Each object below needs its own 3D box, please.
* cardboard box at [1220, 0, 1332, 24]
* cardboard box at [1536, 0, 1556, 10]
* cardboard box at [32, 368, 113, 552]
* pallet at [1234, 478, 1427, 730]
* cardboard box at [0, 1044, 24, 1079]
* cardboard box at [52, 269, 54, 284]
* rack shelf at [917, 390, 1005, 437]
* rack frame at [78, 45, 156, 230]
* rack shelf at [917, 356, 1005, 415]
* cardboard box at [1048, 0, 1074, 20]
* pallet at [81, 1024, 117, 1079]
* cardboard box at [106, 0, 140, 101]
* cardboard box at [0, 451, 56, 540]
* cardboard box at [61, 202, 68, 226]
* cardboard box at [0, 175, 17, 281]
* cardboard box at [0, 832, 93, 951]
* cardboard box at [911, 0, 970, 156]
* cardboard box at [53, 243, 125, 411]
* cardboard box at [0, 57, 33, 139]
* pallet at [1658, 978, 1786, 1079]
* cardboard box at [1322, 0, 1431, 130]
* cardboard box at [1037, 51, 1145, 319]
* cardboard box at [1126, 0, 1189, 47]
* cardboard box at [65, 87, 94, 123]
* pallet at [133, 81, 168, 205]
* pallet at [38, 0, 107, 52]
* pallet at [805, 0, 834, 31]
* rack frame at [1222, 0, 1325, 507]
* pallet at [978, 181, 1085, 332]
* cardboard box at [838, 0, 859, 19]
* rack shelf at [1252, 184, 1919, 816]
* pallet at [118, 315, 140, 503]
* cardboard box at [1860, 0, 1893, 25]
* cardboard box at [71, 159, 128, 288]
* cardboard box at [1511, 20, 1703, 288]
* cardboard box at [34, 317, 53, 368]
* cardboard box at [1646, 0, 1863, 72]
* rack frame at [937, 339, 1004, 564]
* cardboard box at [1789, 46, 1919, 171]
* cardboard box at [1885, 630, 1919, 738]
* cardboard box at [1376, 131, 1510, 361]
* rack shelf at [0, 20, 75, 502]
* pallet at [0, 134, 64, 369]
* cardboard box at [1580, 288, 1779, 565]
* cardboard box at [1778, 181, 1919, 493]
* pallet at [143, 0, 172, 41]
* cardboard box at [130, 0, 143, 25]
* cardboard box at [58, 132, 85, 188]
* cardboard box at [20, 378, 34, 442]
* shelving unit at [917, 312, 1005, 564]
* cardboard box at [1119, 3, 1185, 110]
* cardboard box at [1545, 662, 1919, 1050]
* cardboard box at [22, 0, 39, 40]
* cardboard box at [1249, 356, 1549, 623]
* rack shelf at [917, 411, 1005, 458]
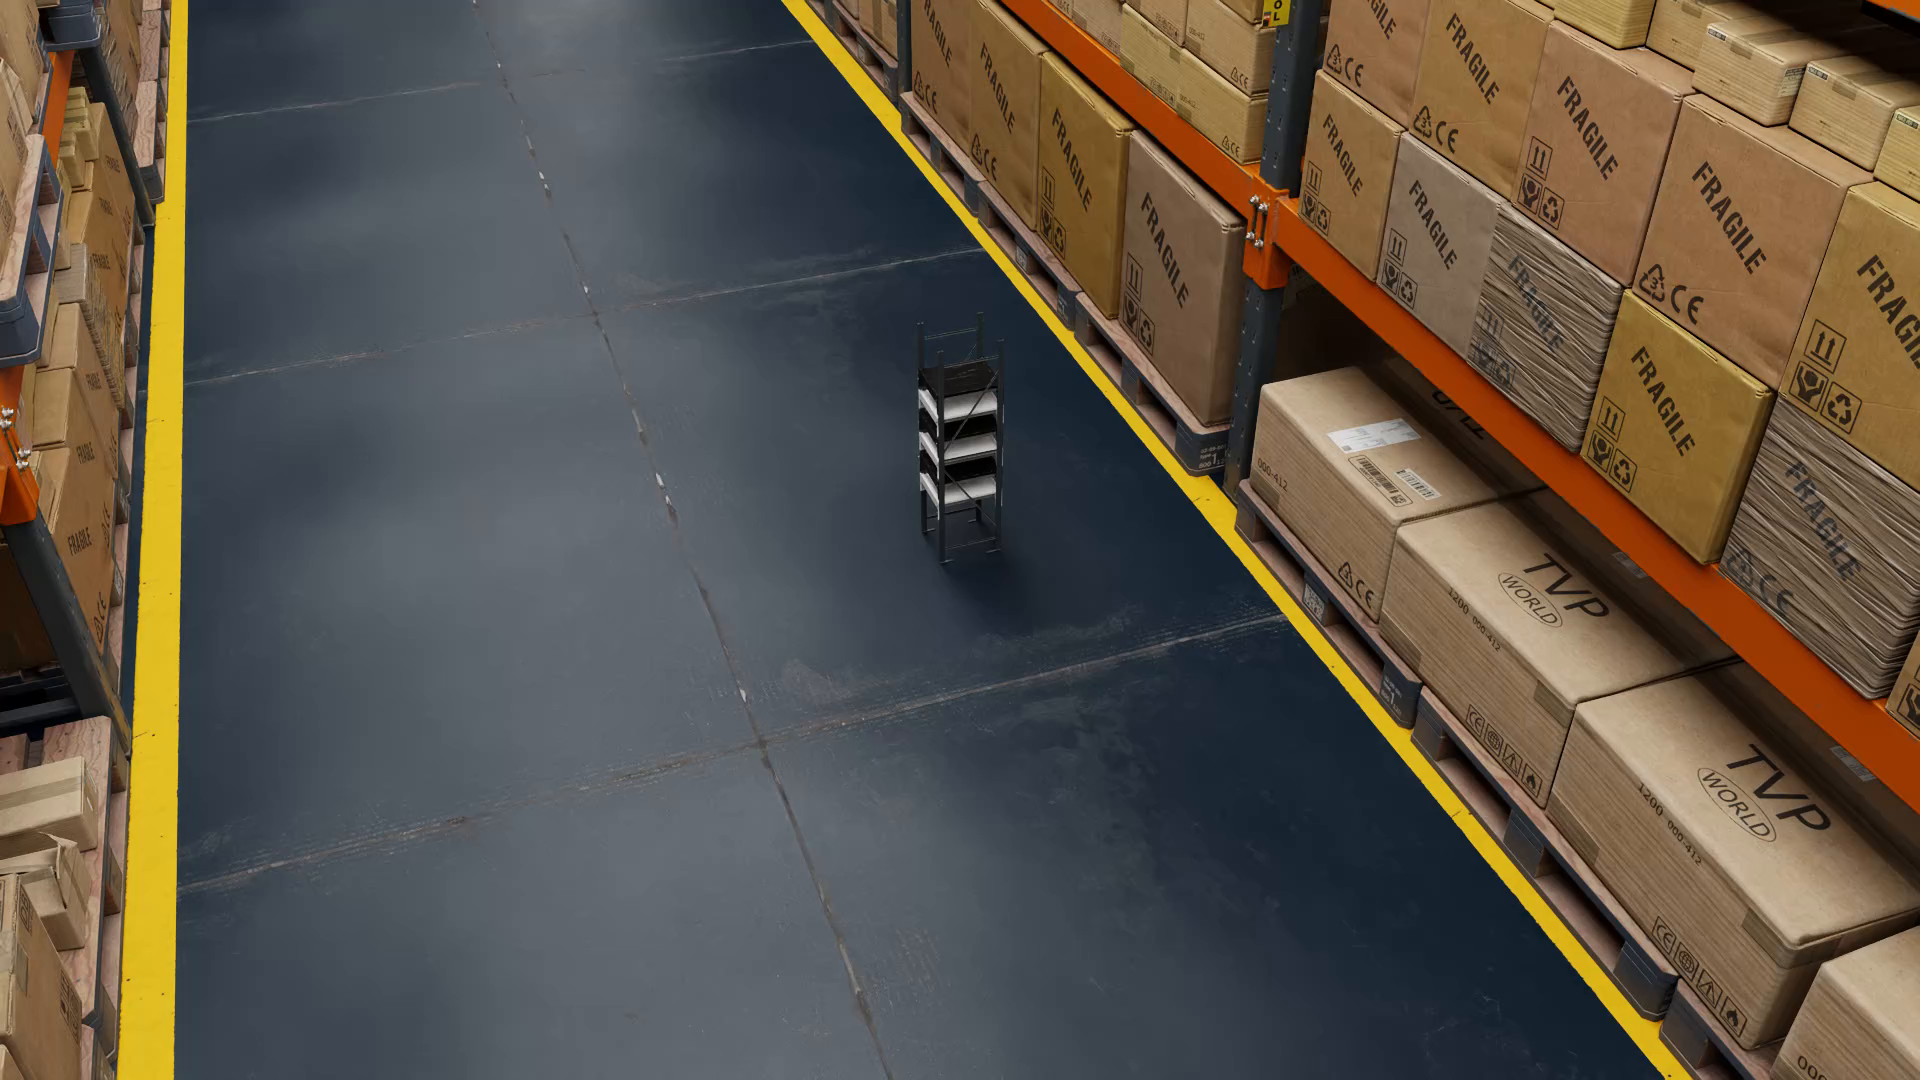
[{"bbox_3d":[1.126,-2.102,5.633,0.500,0.500,0.500,-11,38,-14],"label":"cardboard box"},{"bbox_3d":[1.639,-1.498,4.292,0.380,0.149,0.250,-13,39,-16],"label":"cardboard box"},{"bbox_3d":[-3.292,-0.220,5.778,0.500,0.500,0.500,-13,39,-17],"label":"cardboard box"},{"bbox_3d":[1.704,0.098,5.945,1.003,0.211,1.213,-12,39,-16],"label":"pallet"},{"bbox_3d":[-2.235,1.483,3.517,0.500,0.500,0.500,-12,39,-15],"label":"cardboard box"},{"bbox_3d":[-3.646,-0.989,6.260,0.380,0.149,0.250,-12,39,-16],"label":"cardboard box"},{"bbox_3d":[0.003,-0.472,5.885,0.258,0.077,0.200,-12,39,-16],"label":"rack shelf"},{"bbox_3d":[-4.520,-2.692,7.330,1.000,3.000,0.127,-12,39,-16],"label":"rack frame"},{"bbox_3d":[0.003,-0.544,5.831,0.258,0.077,0.200,-12,39,-16],"label":"rack shelf"},{"bbox_3d":[0.613,-2.471,7.162,0.500,0.250,0.500,-12,39,-16],"label":"cardboard box"},{"bbox_3d":[-2.485,1.760,3.738,1.003,0.211,1.213,-12,39,-16],"label":"pallet"},{"bbox_3d":[-4.954,-2.634,8.878,0.875,0.625,0.625,-11,38,-14],"label":"cardboard box"},{"bbox_3d":[-3.017,-0.118,5.103,0.380,0.149,0.250,-11,38,-14],"label":"cardboard box"},{"bbox_3d":[-3.806,-1.289,6.657,0.380,0.149,0.250,-13,39,-17],"label":"cardboard box"},{"bbox_3d":[-3.100,-0.959,4.598,0.700,0.500,0.500,-11,38,-15],"label":"cardboard box"},{"bbox_3d":[-2.553,0.948,4.422,0.396,0.266,0.258,-11,38,-14],"label":"cardboard box"},{"bbox_3d":[0.299,-2.633,8.670,0.875,0.875,0.875,-13,39,-16],"label":"cardboard box"},{"bbox_3d":[-3.632,-0.797,6.544,0.500,0.500,0.500,-14,39,-18],"label":"cardboard box"},{"bbox_3d":[-3.262,-1.410,5.392,0.396,0.266,0.258,-11,38,-14],"label":"cardboard box"},{"bbox_3d":[2.543,1.476,4.115,1.003,0.211,1.213,-12,39,-16],"label":"pallet"},{"bbox_3d":[1.452,-1.582,4.943,0.500,0.500,0.500,-12,39,-16],"label":"cardboard box"},{"bbox_3d":[0.909,-1.623,7.329,0.875,0.875,0.875,-11,38,-15],"label":"cardboard box"},{"bbox_3d":[0.956,-2.081,6.229,0.500,0.250,0.500,-12,38,-15],"label":"cardboard box"},{"bbox_3d":[-4.113,-1.894,7.460,0.380,0.149,0.250,-14,39,-18],"label":"cardboard box"},{"bbox_3d":[-4.767,-2.051,8.798,1.003,0.211,1.213,-12,39,-16],"label":"pallet"},{"bbox_3d":[-4.221,-2.247,6.899,1.213,0.211,1.003,-12,39,-16],"label":"pallet"},{"bbox_3d":[-0.545,-3.738,11.036,1.003,0.211,1.213,-12,39,-16],"label":"pallet"},{"bbox_3d":[1.515,-1.462,5.698,1.000,3.000,0.127,-12,39,-16],"label":"rack frame"},{"bbox_3d":[0.756,-1.459,8.011,1.003,0.211,1.213,-12,39,-16],"label":"pallet"},{"bbox_3d":[-0.308,-3.576,10.340,0.950,0.372,0.625,-13,39,-17],"label":"cardboard box"},{"bbox_3d":[2.204,-0.045,4.414,1.077,0.370,4.000,-12,39,-16],"label":"rack shelf"},{"bbox_3d":[-3.883,-0.460,6.686,1.003,0.211,1.213,-12,39,-16],"label":"pallet"},{"bbox_3d":[2.301,-1.317,4.052,0.380,0.149,0.250,-13,39,-17],"label":"cardboard box"},{"bbox_3d":[-4.011,-1.382,7.320,0.500,0.500,0.500,-13,39,-17],"label":"cardboard box"},{"bbox_3d":[1.786,-1.004,4.175,0.500,0.500,0.500,-12,39,-15],"label":"cardboard box"},{"bbox_3d":[-3.442,-0.702,5.879,0.380,0.149,0.250,-13,39,-16],"label":"cardboard box"},{"bbox_3d":[1.867,-1.217,3.919,0.380,0.149,0.250,-13,39,-16],"label":"cardboard box"},{"bbox_3d":[0.038,-0.297,5.897,0.240,0.900,0.006,-12,39,-16],"label":"rack frame"},{"bbox_3d":[2.017,-0.924,3.530,0.380,0.149,0.250,-11,38,-14],"label":"cardboard box"},{"bbox_3d":[2.319,0.253,3.337,0.500,0.500,0.500,-13,39,-17],"label":"cardboard box"},{"bbox_3d":[1.600,-0.897,4.865,0.500,0.500,0.500,-12,39,-16],"label":"cardboard box"},{"bbox_3d":[-3.832,-1.275,6.047,1.077,0.370,4.000,-12,39,-16],"label":"rack shelf"},{"bbox_3d":[-3.316,-0.829,5.018,1.003,0.211,1.213,-12,39,-16],"label":"pallet"},{"bbox_3d":[1.943,-0.324,4.104,0.500,0.500,0.500,-11,38,-15],"label":"cardboard box"},{"bbox_3d":[2.128,-0.434,3.419,0.500,0.500,0.500,-13,39,-16],"label":"cardboard box"},{"bbox_3d":[-5.607,-3.429,10.627,1.003,0.211,1.213,-12,39,-16],"label":"pallet"},{"bbox_3d":[-5.447,-3.438,9.946,0.875,0.625,0.625,-13,39,-16],"label":"cardboard box"},{"bbox_3d":[-3.940,-1.588,7.054,0.380,0.149,0.250,-14,39,-17],"label":"cardboard box"},{"bbox_3d":[-3.284,-0.401,5.479,0.380,0.149,0.250,-14,39,-18],"label":"cardboard box"},{"bbox_3d":[0.003,-0.355,5.973,0.258,0.900,0.210,-12,39,-16],"label":"shelving unit"},{"bbox_3d":[0.950,-1.891,6.392,0.500,0.250,0.500,-13,39,-17],"label":"cardboard box"},{"bbox_3d":[2.248,0.786,4.494,0.875,0.438,0.875,-11,38,-15],"label":"cardboard box"},{"bbox_3d":[-3.785,-2.017,6.000,0.797,0.503,0.637,-13,39,-17],"label":"cardboard box"},{"bbox_3d":[1.631,-0.229,5.842,0.875,0.438,0.875,-13,39,-17],"label":"cardboard box"},{"bbox_3d":[0.003,-0.400,5.939,0.258,0.077,0.200,-12,39,-16],"label":"rack shelf"}]
